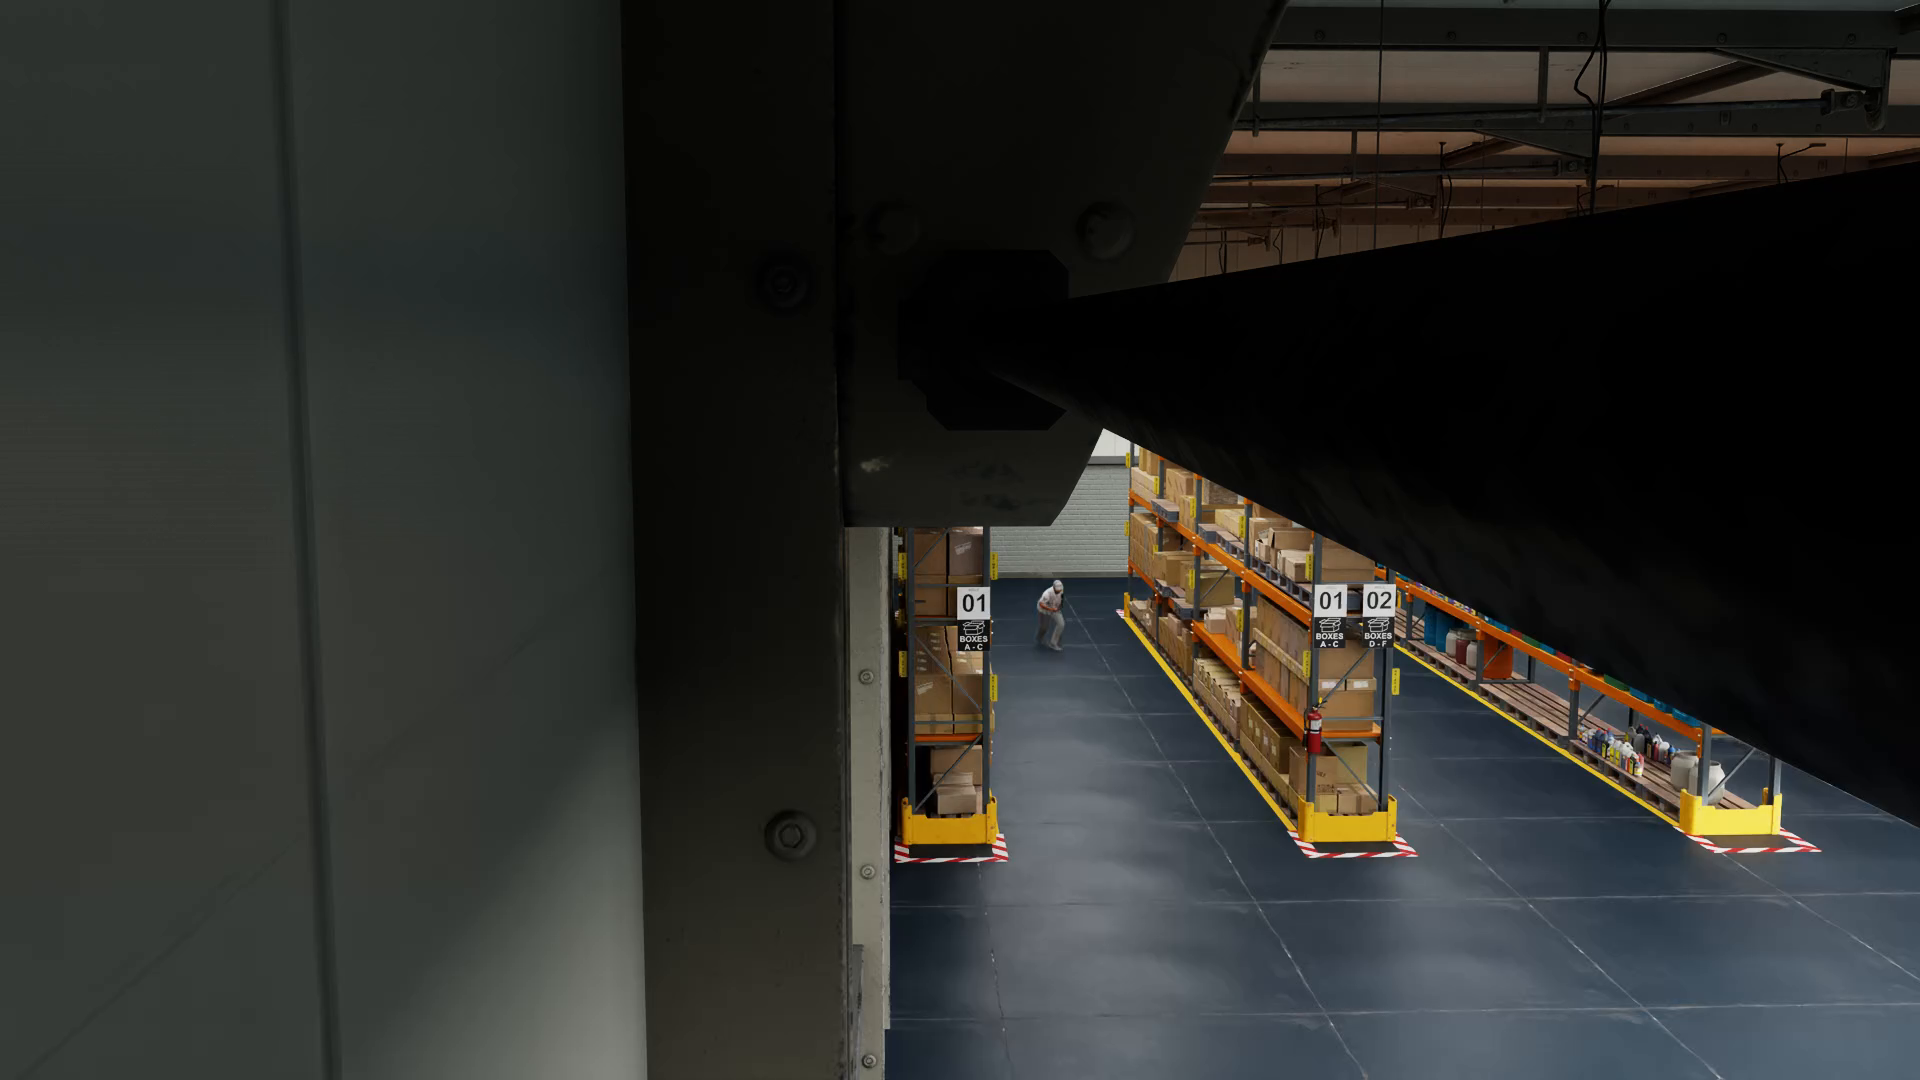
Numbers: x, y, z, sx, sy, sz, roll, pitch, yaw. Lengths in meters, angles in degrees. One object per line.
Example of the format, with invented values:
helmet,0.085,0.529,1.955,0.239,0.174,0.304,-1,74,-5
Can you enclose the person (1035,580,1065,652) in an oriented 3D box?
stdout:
person,1.734,1.442,32.754,0.601,1.440,1.161,-4,8,-26
